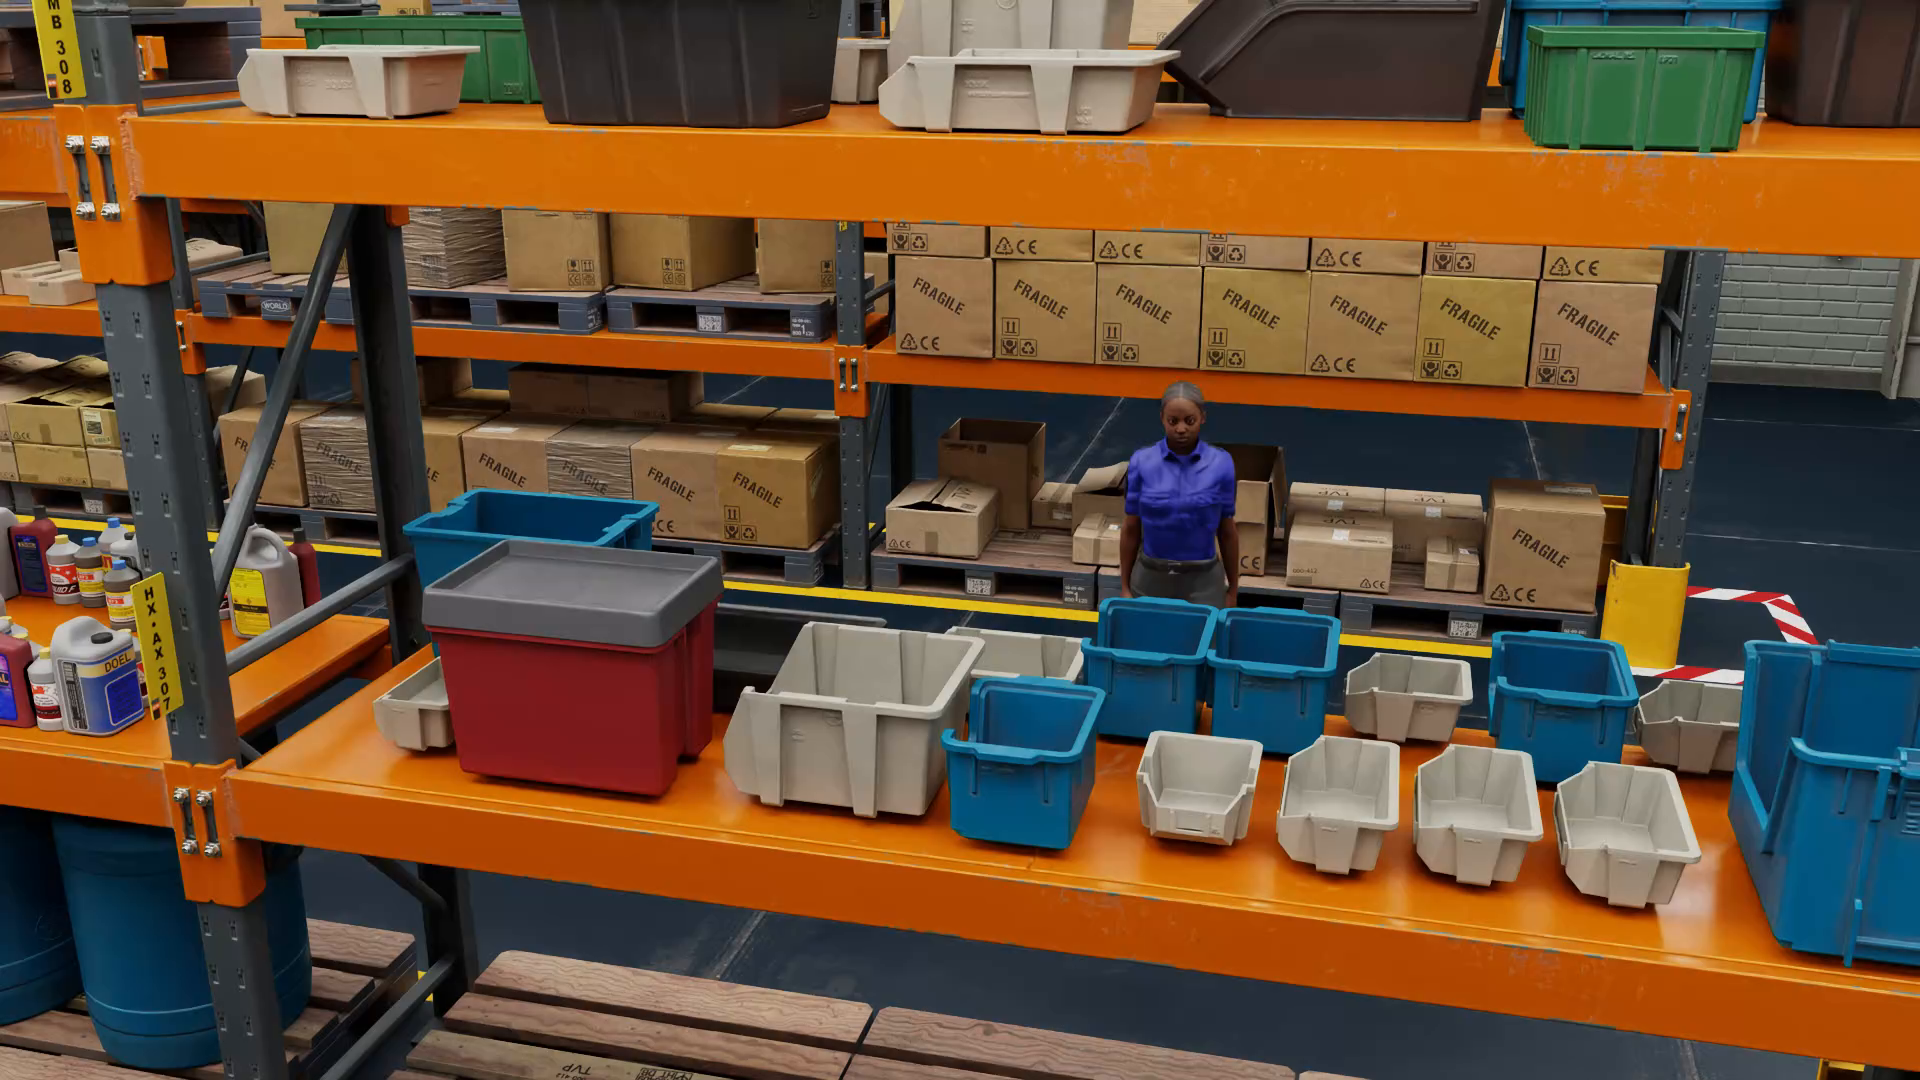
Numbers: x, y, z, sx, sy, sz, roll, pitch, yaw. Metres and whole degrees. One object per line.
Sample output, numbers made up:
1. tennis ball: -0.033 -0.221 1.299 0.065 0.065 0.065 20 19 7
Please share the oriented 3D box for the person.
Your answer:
1. person: 0.840 0.219 6.400 0.463 1.661 0.576 2 19 6
